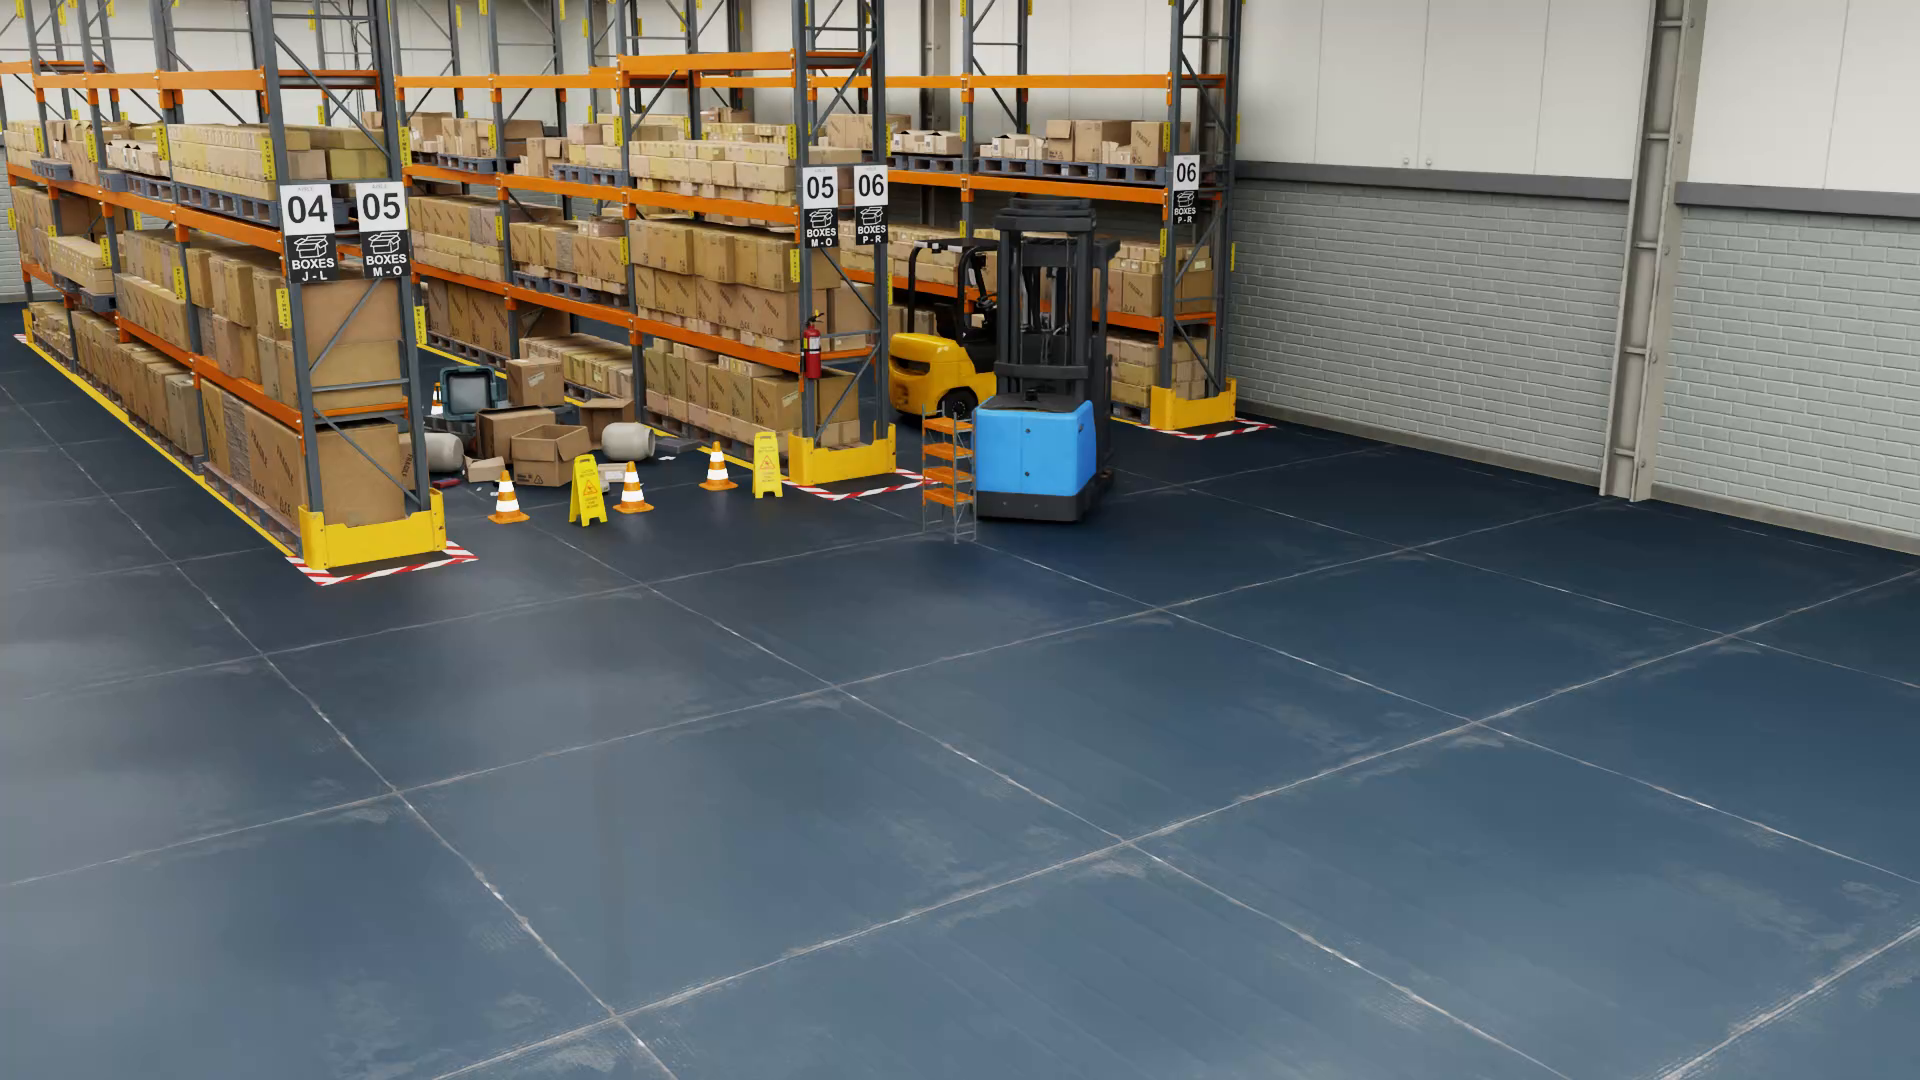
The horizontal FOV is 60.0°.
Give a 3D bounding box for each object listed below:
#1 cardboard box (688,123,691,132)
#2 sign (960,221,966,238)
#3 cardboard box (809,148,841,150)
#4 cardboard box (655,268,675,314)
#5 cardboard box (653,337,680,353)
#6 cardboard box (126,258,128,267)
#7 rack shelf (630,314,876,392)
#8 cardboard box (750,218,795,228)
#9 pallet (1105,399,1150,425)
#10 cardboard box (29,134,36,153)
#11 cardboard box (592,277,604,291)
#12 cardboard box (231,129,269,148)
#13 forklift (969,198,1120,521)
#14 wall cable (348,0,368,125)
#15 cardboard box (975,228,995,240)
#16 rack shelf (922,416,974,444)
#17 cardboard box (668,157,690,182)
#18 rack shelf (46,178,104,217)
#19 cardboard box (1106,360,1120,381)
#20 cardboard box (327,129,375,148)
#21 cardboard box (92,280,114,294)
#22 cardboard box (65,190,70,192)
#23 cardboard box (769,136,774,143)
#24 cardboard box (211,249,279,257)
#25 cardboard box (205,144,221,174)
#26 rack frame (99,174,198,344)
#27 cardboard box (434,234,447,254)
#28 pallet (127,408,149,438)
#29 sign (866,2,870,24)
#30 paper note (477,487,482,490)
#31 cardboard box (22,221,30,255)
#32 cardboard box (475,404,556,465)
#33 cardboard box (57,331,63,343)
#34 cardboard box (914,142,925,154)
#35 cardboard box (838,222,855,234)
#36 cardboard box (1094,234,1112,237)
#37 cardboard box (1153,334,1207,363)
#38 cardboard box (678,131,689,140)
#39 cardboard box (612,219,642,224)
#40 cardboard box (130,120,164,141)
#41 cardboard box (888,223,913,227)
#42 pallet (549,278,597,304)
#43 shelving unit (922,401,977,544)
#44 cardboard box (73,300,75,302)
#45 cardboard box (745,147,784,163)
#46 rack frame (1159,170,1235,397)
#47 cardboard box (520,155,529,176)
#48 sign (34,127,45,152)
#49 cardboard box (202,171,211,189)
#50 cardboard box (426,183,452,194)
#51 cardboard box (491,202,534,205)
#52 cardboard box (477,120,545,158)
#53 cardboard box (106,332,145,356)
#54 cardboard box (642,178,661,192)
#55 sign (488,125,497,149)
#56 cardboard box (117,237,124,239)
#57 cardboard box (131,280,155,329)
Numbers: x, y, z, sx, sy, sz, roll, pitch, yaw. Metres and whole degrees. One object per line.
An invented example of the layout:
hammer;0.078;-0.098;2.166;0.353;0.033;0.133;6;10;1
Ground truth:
cardboard box;-4.408;-7.030;28.325;0.380;0.149;0.250;-10;18;-33
sign;0.041;-4.168;22.578;0.100;0.325;0.005;-11;19;-35
cardboard box;-1.391;-3.977;17.210;0.380;0.149;0.250;-11;19;-35
cardboard box;-3.191;-2.913;19.285;0.500;0.500;0.500;-11;19;-35
cardboard box;-3.385;-2.309;19.596;0.380;0.149;0.250;-11;19;-34
cardboard box;-10.877;-3.718;22.094;0.380;0.149;0.250;-10;18;-33
rack shelf;-2.362;-2.188;18.752;1.077;0.370;4.000;-11;19;-35
cardboard box;-2.987;-5.160;27.256;0.797;0.503;0.637;-11;19;-36
pallet;2.343;-1.691;20.856;1.003;0.211;1.213;-11;19;-35
cardboard box;-12.960;-5.668;23.759;0.500;0.250;0.500;-12;19;-37
cardboard box;-4.386;-3.219;20.837;0.380;0.149;0.250;-11;19;-35
cardboard box;-6.053;-3.462;14.341;0.380;0.149;0.250;-10;18;-34
forklift;0.965;-1.932;16.584;1.130;2.935;3.031;4;16;15
wall cable;-11.281;-10.148;35.036;2.988;3.039;0.133;-11;19;-35
cardboard box;0.422;-4.124;22.481;0.380;0.149;0.250;-10;18;-33
rack shelf;-0.097;-0.993;14.943;0.258;0.148;0.480;-11;19;-35
cardboard box;-2.906;-4.126;18.508;0.500;0.250;0.500;-11;19;-34
rack shelf;-11.011;-4.554;21.712;1.077;0.370;4.000;-11;19;-35
cardboard box;2.001;-2.161;20.756;0.500;0.250;0.500;-11;19;-35
cardboard box;-5.216;-3.454;14.311;0.380;0.149;0.250;-11;19;-34
cardboard box;-10.497;-3.142;20.554;0.380;0.149;0.250;-10;18;-34
cardboard box;-13.144;-5.019;25.087;0.500;0.500;0.500;-12;19;-36
cardboard box;-2.839;-6.419;26.692;0.380;0.149;0.250;-11;19;-34
cardboard box;-6.876;-2.582;16.499;0.875;0.550;0.550;-11;19;-35
cardboard box;-6.529;-3.470;15.127;0.500;0.250;0.500;-11;19;-34
rack frame;-9.835;-3.027;20.452;1.000;3.000;0.127;-11;19;-35
cardboard box;-7.607;-4.483;25.110;0.500;0.250;0.500;-11;19;-34
pallet;-9.432;-1.502;20.163;1.003;0.211;1.213;-11;19;-35
sign;-1.431;-8.095;25.538;0.100;0.325;0.005;-11;19;-35
paper note;-4.903;-0.521;16.961;0.032;0.001;0.123;-2;15;-6
cardboard box;-14.163;-4.678;25.731;0.500;0.500;0.500;-11;19;-34
cardboard box;-4.824;-1.150;18.068;0.797;0.637;0.503;-11;19;-35
cardboard box;-12.970;-2.980;24.323;0.380;0.149;0.250;-12;19;-36
cardboard box;-0.418;-5.498;23.290;0.380;0.149;0.250;-11;19;-35
cardboard box;-1.770;-4.778;25.434;0.380;0.149;0.250;-10;18;-33
cardboard box;1.757;-3.880;21.587;0.380;0.149;0.250;-10;18;-33
cardboard box;2.697;-2.370;20.573;0.500;0.250;0.500;-11;19;-35
cardboard box;-4.716;-7.024;29.096;0.500;0.250;0.500;-11;19;-34
cardboard box;-4.251;-4.041;21.381;0.380;0.149;0.250;-10;18;-31
cardboard box;-10.153;-5.130;20.816;0.396;0.266;0.258;-11;19;-35
cardboard box;-0.884;-4.698;25.141;0.380;0.149;0.250;-11;19;-35
pallet;-4.693;-3.308;21.843;1.003;0.211;1.213;-11;19;-35
shelving unit;-0.097;-0.614;15.047;0.258;1.200;0.503;-11;19;-35
cardboard box;-14.022;-3.776;26.667;0.380;0.149;0.250;-11;19;-34
cardboard box;-2.017;-4.020;17.364;0.380;0.149;0.250;-11;19;-34
rack frame;2.826;-2.880;19.915;1.000;3.000;0.127;-11;19;-35
cardboard box;-5.692;-5.050;22.419;0.396;0.266;0.258;-11;19;-35
sign;-12.621;-5.491;22.795;0.100;0.325;0.005;-11;19;-35
cardboard box;-6.793;-3.347;15.431;0.380;0.149;0.250;-11;19;-34
cardboard box;-8.381;-5.674;26.813;0.380;0.149;0.250;-11;19;-34
cardboard box;-6.574;-4.708;24.511;0.500;0.500;0.500;-10;18;-33
cardboard box;-6.234;-5.573;23.082;0.797;0.503;0.637;-12;20;-38
cardboard box;-10.449;-2.491;21.013;0.500;0.250;0.500;-11;19;-36
cardboard box;-3.447;-4.118;19.235;0.380;0.149;0.250;-11;19;-34
sign;-6.344;-5.466;22.555;0.100;0.325;0.005;-11;19;-35
cardboard box;-11.484;-4.081;22.858;0.380;0.149;0.250;-12;19;-36
cardboard box;-9.192;-2.721;19.147;0.500;0.500;0.500;-11;19;-35
